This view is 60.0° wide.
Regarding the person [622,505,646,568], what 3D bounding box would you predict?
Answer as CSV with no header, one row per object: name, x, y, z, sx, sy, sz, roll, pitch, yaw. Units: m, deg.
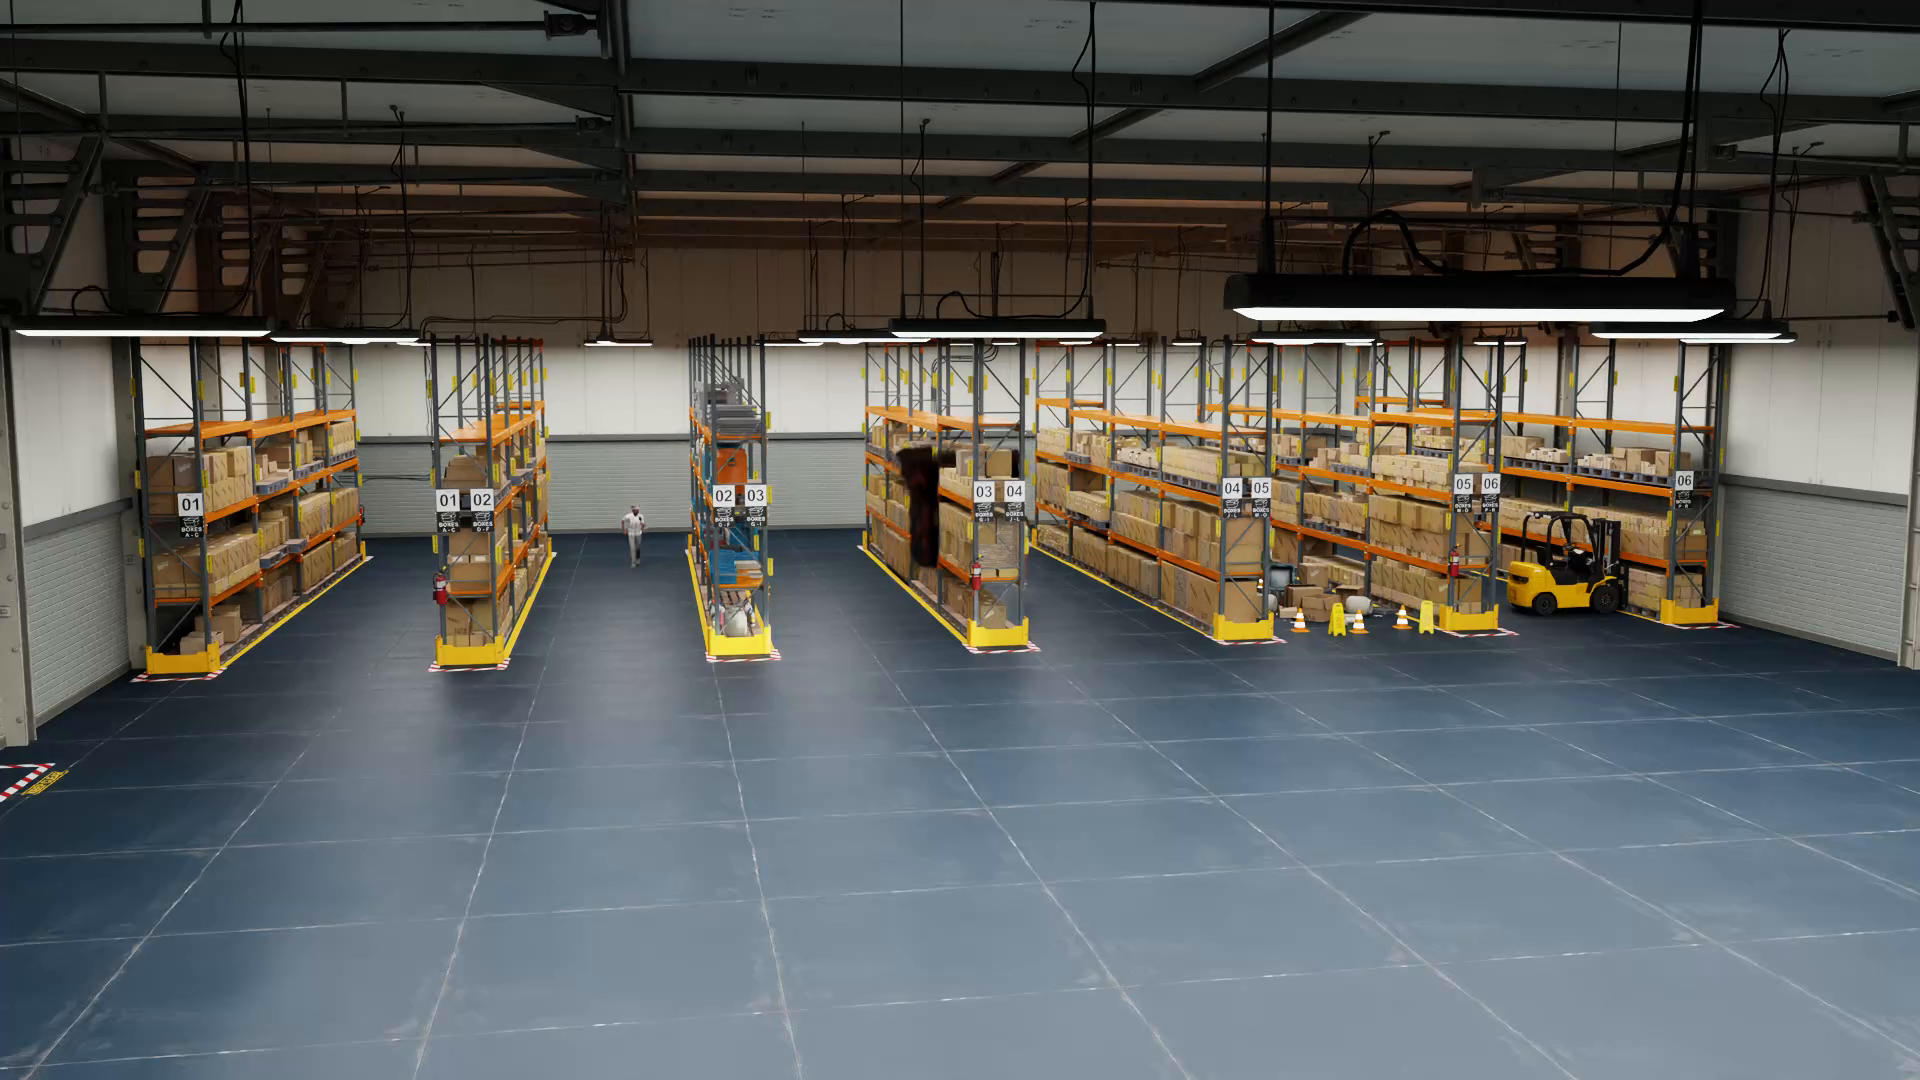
person,-8.556,-0.122,43.633,0.628,1.630,1.028,-1,7,-10

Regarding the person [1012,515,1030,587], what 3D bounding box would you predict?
person,1.406,0.240,38.034,0.413,1.683,0.465,0,7,-3

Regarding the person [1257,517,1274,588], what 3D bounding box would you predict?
person,7.340,0.271,39.915,0.443,1.797,0.572,2,7,17
